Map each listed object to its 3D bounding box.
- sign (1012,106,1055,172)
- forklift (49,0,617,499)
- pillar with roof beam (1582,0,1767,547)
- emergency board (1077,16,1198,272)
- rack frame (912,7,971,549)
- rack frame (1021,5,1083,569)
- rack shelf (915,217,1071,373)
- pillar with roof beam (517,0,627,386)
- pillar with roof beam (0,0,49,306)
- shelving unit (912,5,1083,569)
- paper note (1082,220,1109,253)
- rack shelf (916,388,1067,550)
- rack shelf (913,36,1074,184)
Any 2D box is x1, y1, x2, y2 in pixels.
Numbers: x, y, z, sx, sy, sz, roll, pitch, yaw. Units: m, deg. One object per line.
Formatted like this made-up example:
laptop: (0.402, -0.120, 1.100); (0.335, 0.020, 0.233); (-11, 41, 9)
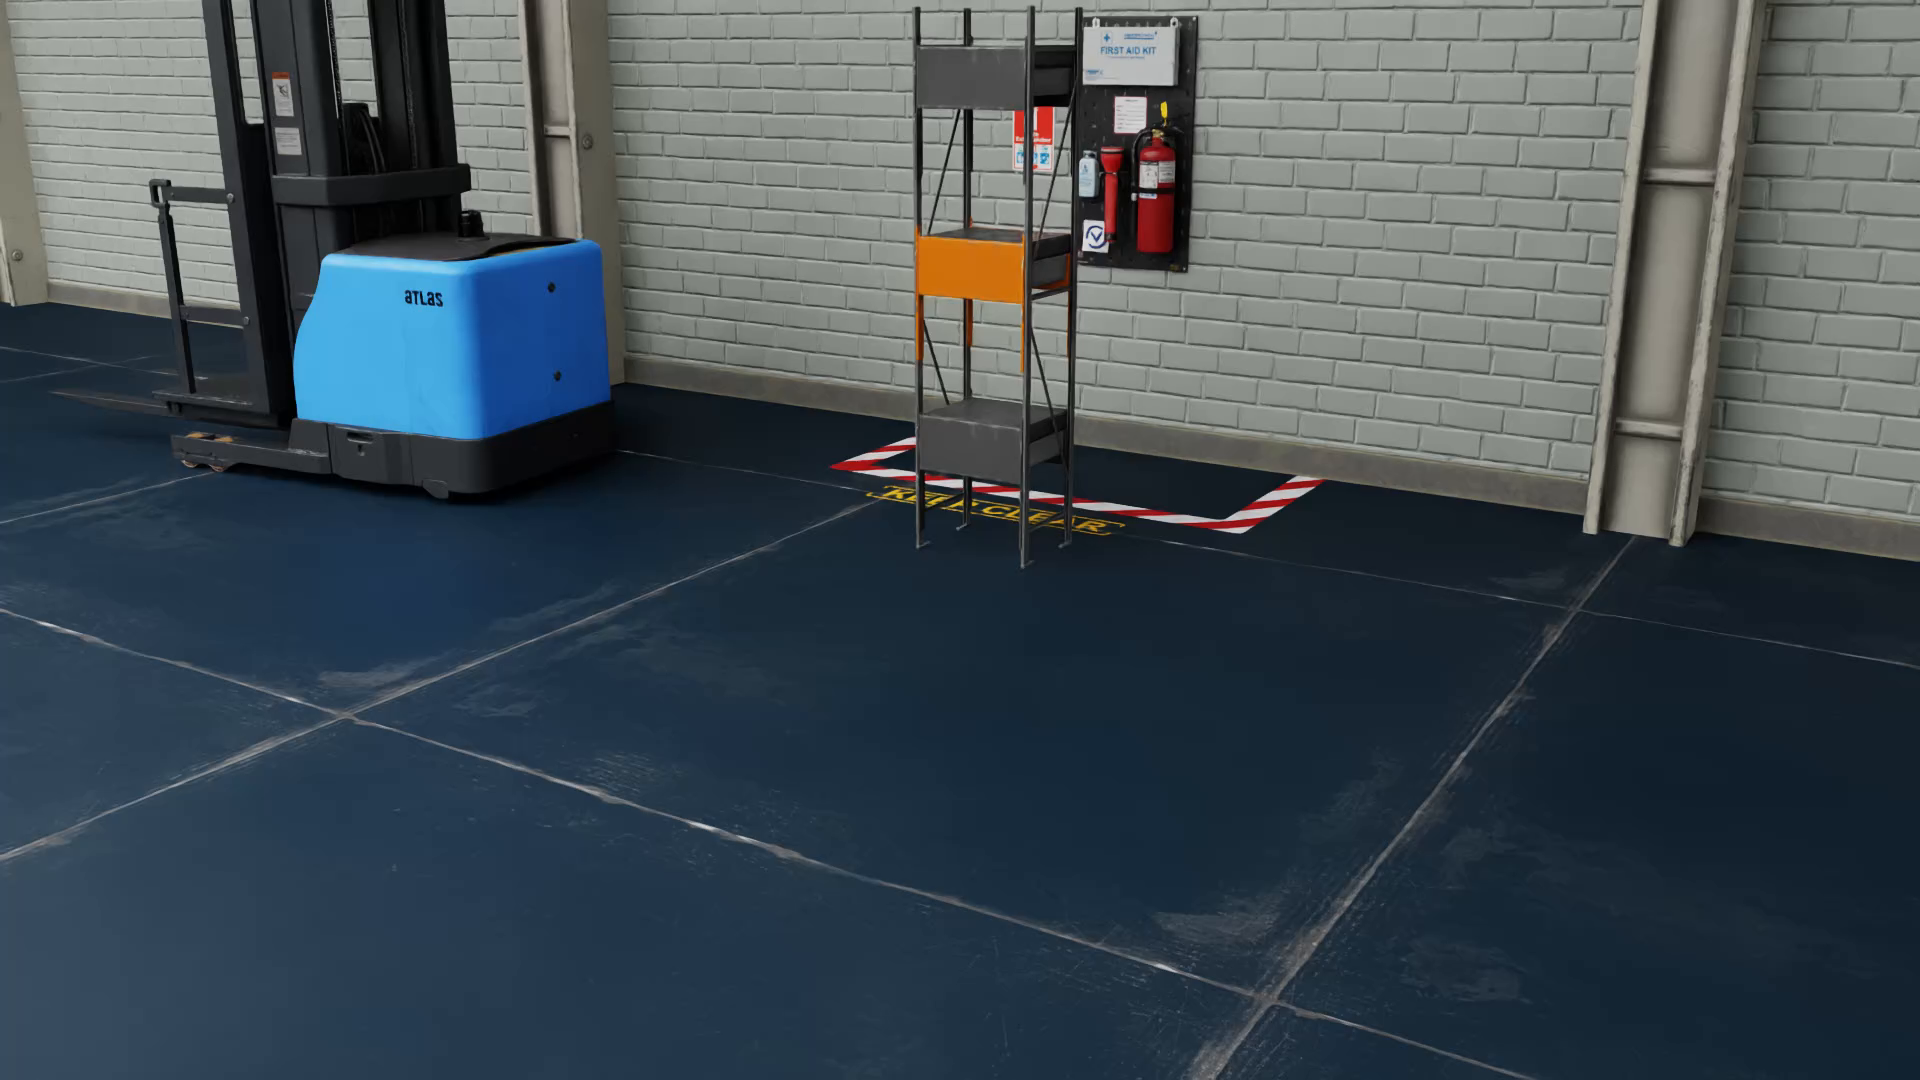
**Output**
sign: (0.361, -1.987, 8.200); (0.234, 0.329, 0.001); (10, 20, 30)
forklift: (-3.233, -1.856, 7.949); (3.031, 2.935, 1.130); (8, 19, 25)
pillar with roof beam: (0.611, -3.279, 2.194); (0.400, 9.000, 9.100); (10, 20, 30)
emergency board: (0.778, -1.860, 7.845); (0.643, 1.169, 0.194); (10, 20, 30)
rack frame: (-0.067, -1.017, 6.615); (0.015, 2.100, 0.400); (10, 20, 30)
rack frame: (0.349, -0.942, 6.371); (0.015, 2.100, 0.400); (10, 20, 30)
rack shelf: (0.141, -0.966, 6.497); (0.480, 0.518, 0.431); (10, 20, 30)
pillar with roof beam: (-4.502, -4.192, 5.198); (0.400, 9.000, 9.100); (10, 20, 30)
pillar with roof beam: (-9.615, -5.105, 8.203); (0.400, 9.000, 9.100); (10, 20, 30)
shelving unit: (0.141, -0.979, 6.493); (0.503, 2.100, 0.431); (10, 20, 30)
paper note: (0.663, -1.483, 8.117); (0.142, 0.148, 0.016); (10, 20, 30)
rack shelf: (0.141, -0.297, 6.701); (0.480, 0.518, 0.431); (10, 20, 30)
rack shelf: (0.141, -1.636, 6.294); (0.480, 0.518, 0.431); (10, 20, 30)
